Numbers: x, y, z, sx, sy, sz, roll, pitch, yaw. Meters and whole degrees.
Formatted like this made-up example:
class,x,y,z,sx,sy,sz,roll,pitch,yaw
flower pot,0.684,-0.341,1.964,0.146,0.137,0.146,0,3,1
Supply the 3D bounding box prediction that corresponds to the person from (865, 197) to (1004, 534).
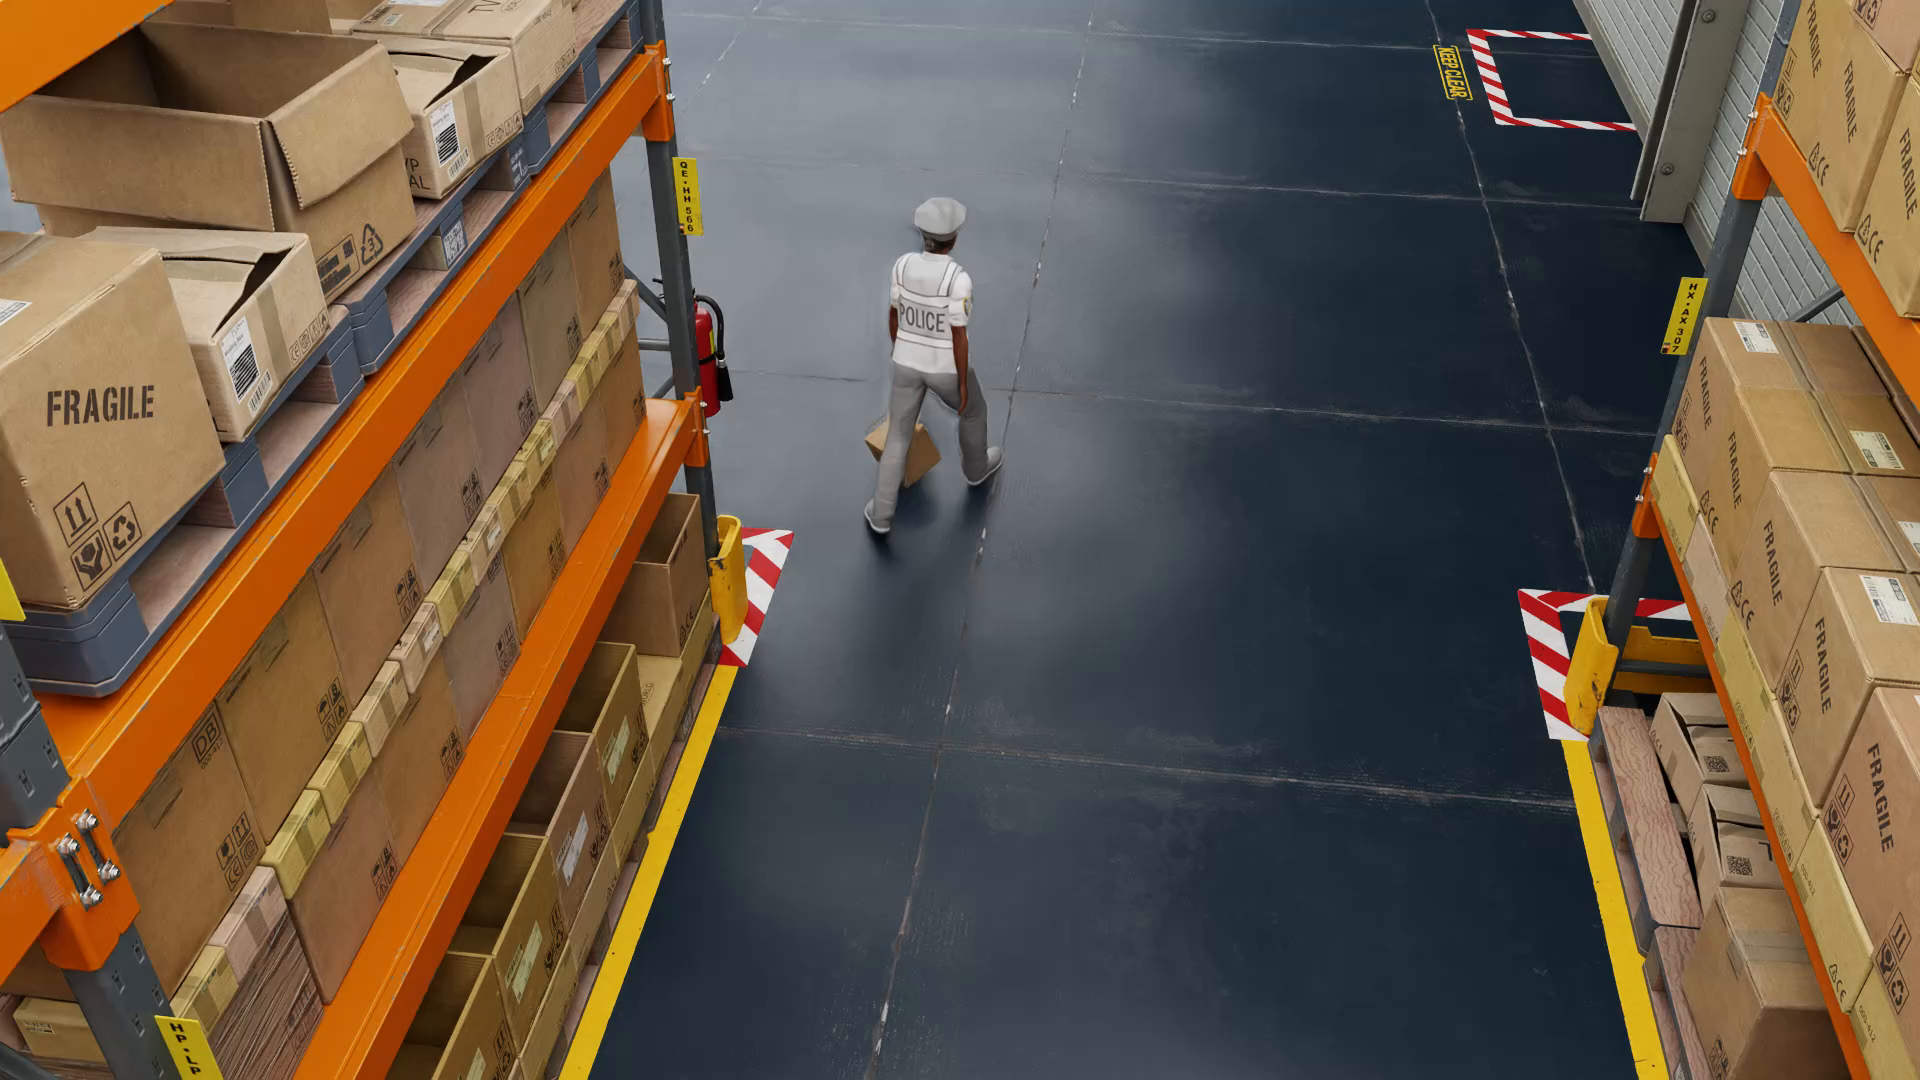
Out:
class,x,y,z,sx,sy,sz,roll,pitch,yaw
person,-0.149,-0.872,8.243,0.488,1.616,0.946,16,39,20
